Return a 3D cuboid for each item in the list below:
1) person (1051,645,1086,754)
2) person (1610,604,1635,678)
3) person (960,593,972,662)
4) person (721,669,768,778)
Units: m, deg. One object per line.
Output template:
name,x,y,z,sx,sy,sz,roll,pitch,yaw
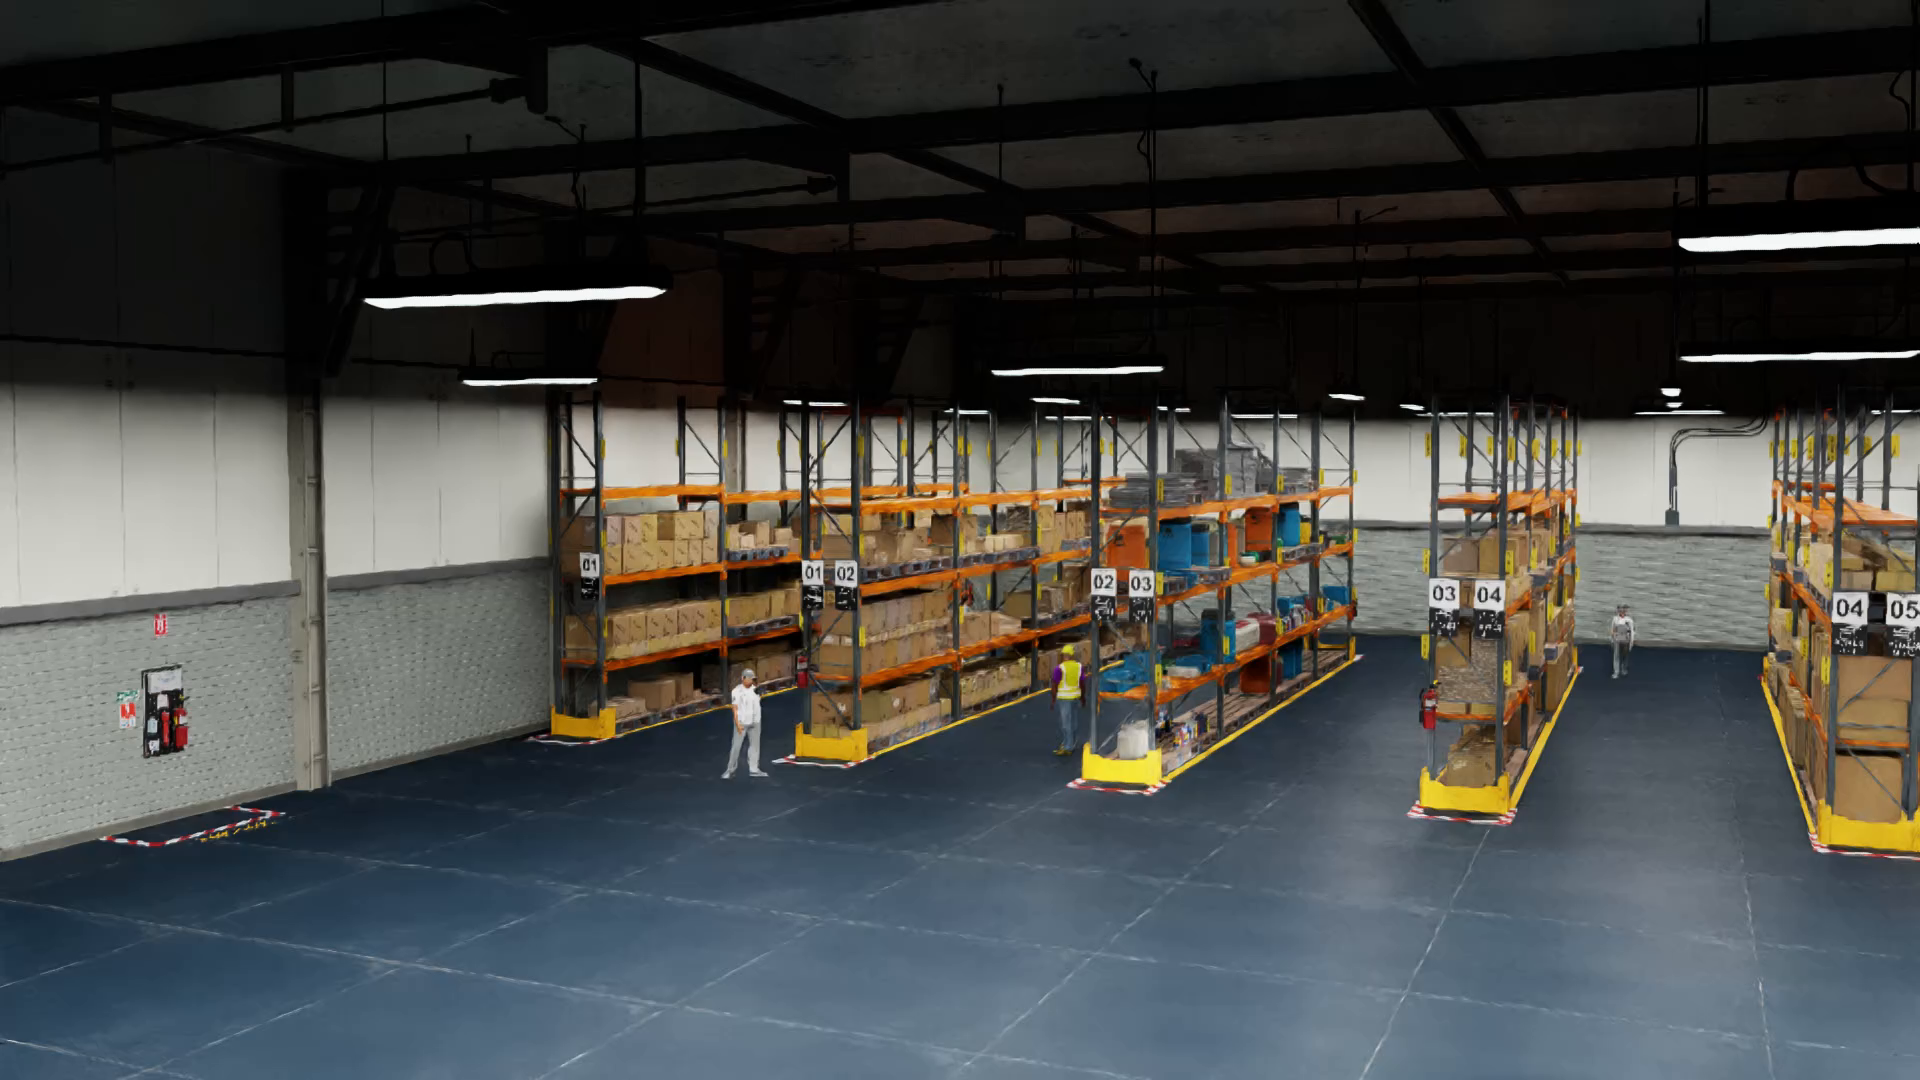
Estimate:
person,1.767,2.594,27.320,0.672,1.765,0.565,-2,4,-35
person,14.449,2.184,36.267,0.488,1.590,1.089,1,3,21
person,0.147,2.049,38.345,0.413,1.671,0.492,0,3,-1
person,-3.285,2.781,25.205,0.684,1.663,0.451,-3,4,-40
